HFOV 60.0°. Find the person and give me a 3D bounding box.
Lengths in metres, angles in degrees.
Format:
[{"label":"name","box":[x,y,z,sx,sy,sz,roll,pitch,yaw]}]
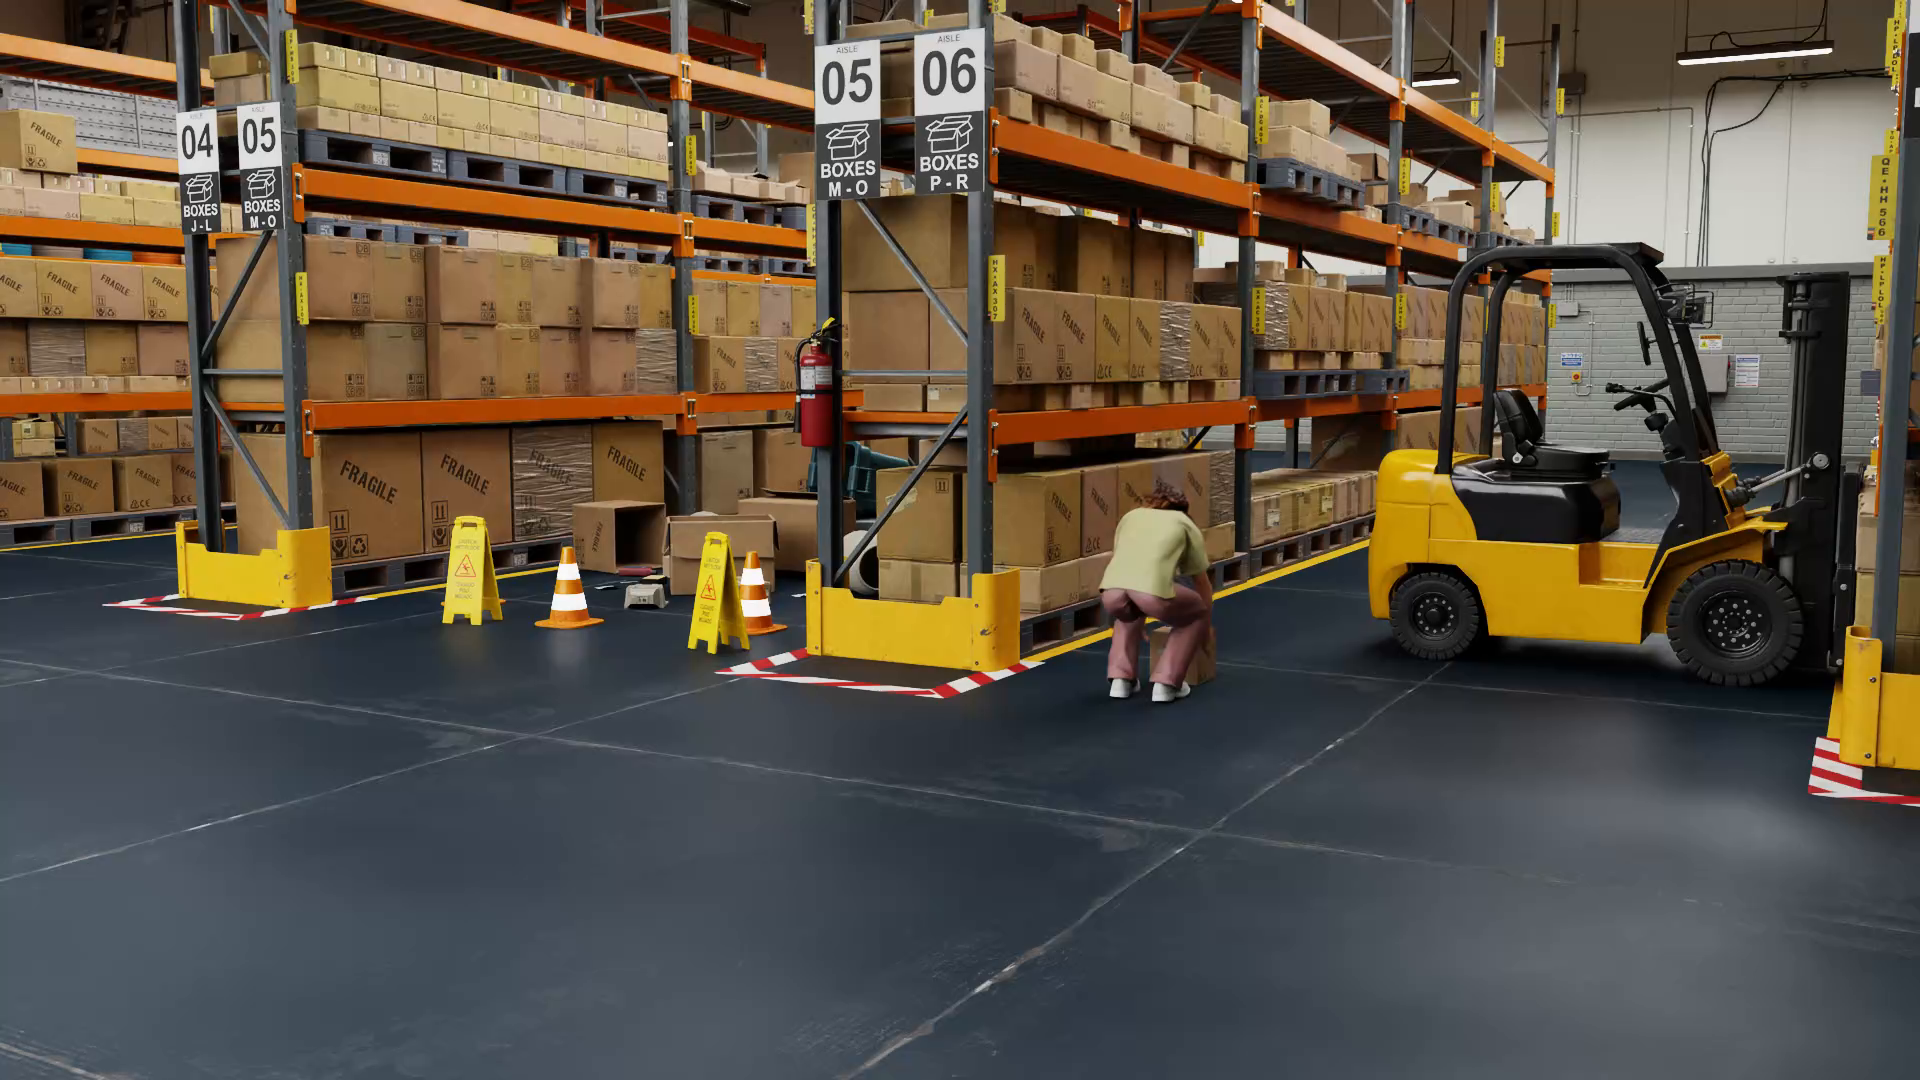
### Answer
[{"label":"person","box":[0.908,0.243,7.891,0.495,0.974,0.787,3,7,28]}]
